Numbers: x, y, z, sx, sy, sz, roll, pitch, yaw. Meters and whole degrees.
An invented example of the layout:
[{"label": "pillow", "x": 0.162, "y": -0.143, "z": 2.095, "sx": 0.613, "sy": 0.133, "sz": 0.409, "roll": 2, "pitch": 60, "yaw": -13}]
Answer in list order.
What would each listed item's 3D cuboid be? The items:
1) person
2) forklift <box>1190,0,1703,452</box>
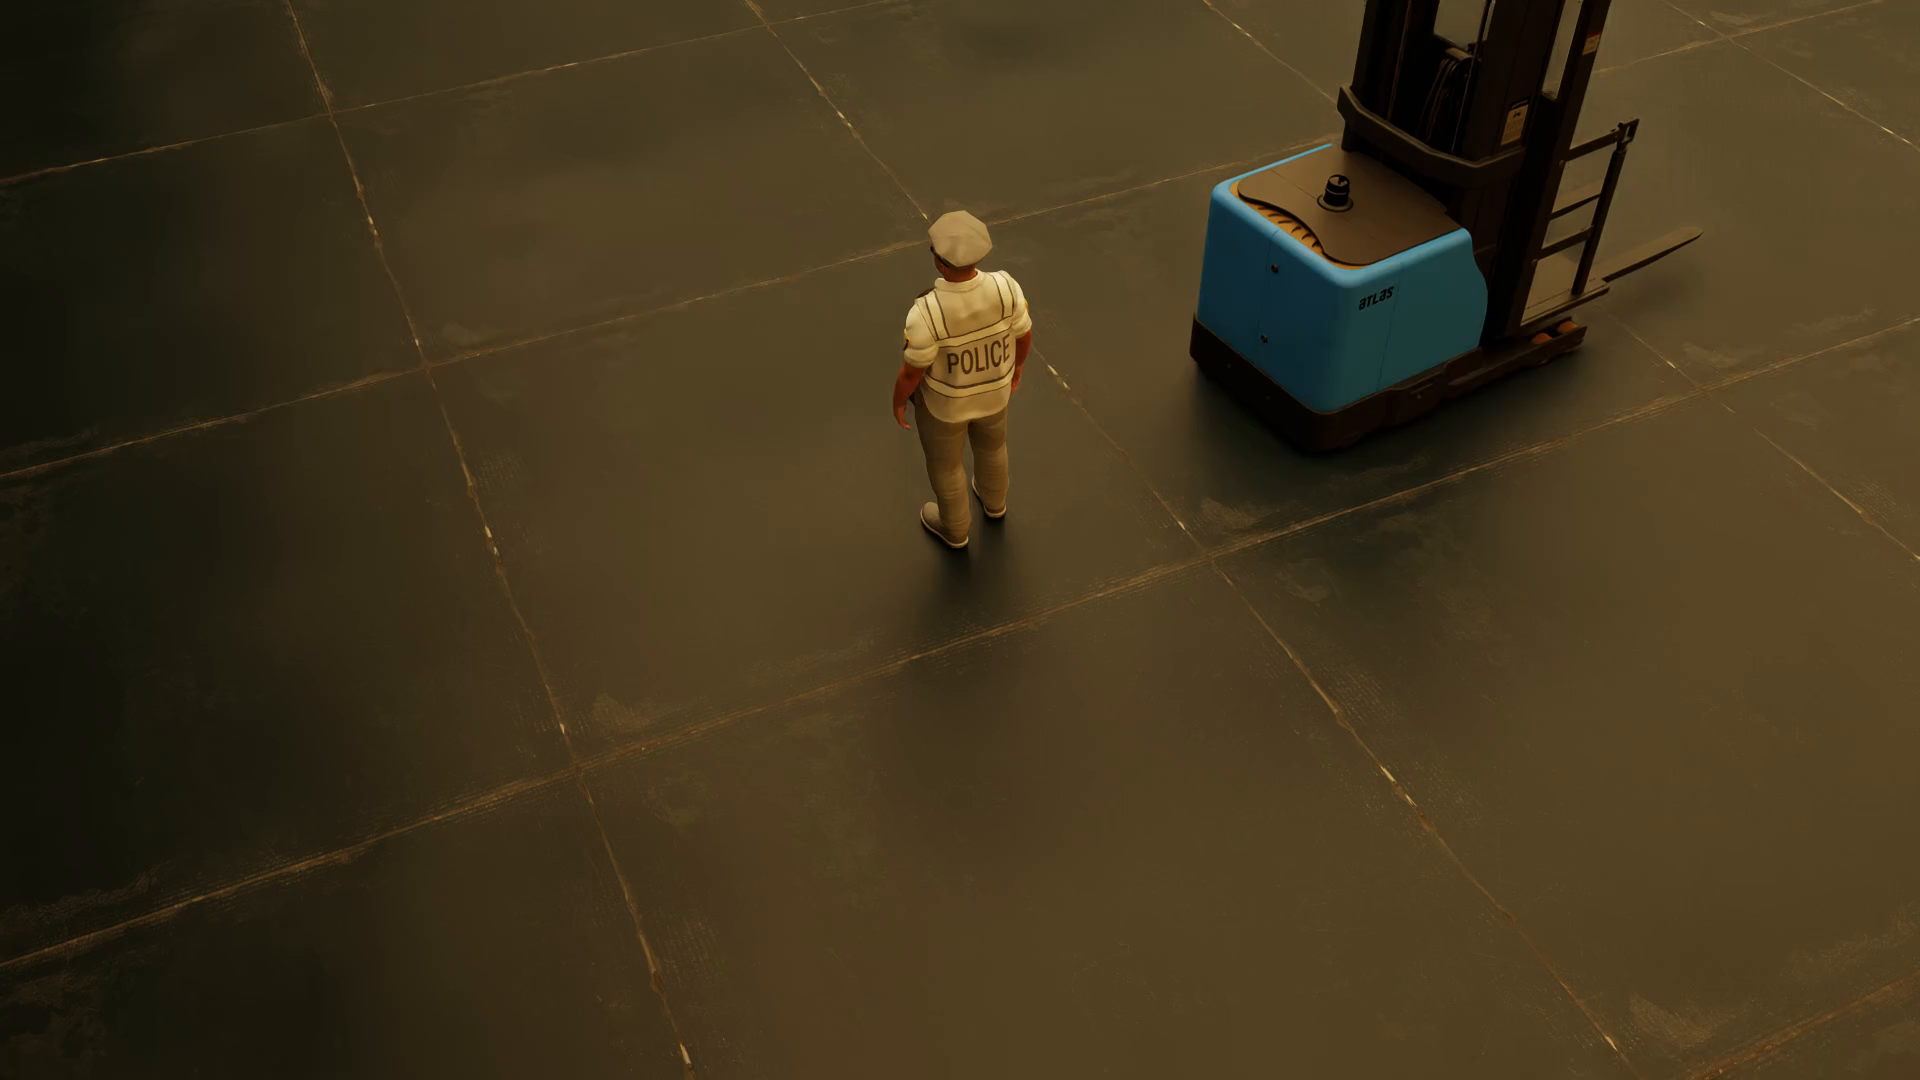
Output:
[{"label": "person", "x": -0.022, "y": -0.709, "z": 7.270, "sx": 0.641, "sy": 1.780, "sz": 0.574, "roll": -18, "pitch": 46, "yaw": -18}, {"label": "forklift", "x": 2.731, "y": -2.282, "z": 8.126, "sx": 3.031, "sy": 2.935, "sz": 1.130, "roll": -24, "pitch": 48, "yaw": -23}]
